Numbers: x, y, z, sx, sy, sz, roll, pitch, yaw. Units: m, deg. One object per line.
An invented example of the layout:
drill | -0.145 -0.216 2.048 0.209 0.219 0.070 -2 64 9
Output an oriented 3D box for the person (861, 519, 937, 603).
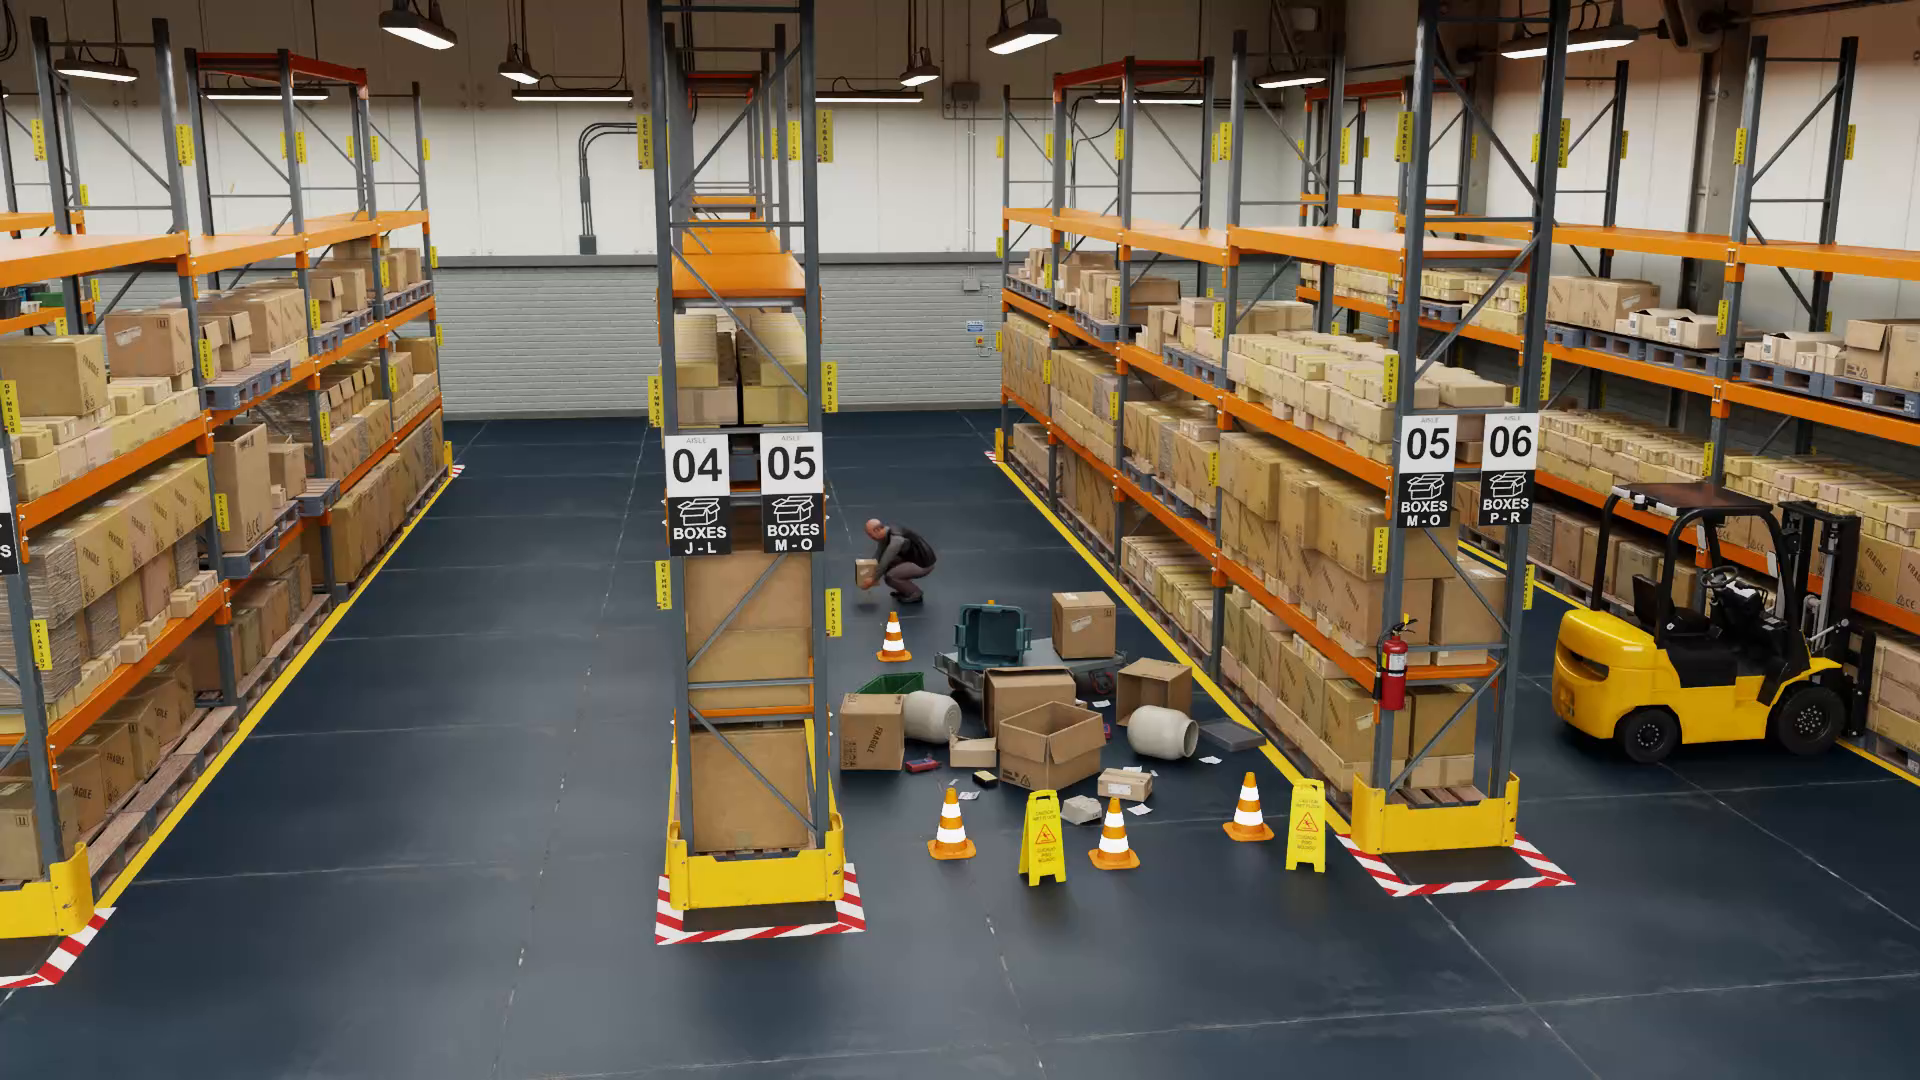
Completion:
person | -0.706 0.214 18.817 0.872 0.963 0.530 -2 13 -8
